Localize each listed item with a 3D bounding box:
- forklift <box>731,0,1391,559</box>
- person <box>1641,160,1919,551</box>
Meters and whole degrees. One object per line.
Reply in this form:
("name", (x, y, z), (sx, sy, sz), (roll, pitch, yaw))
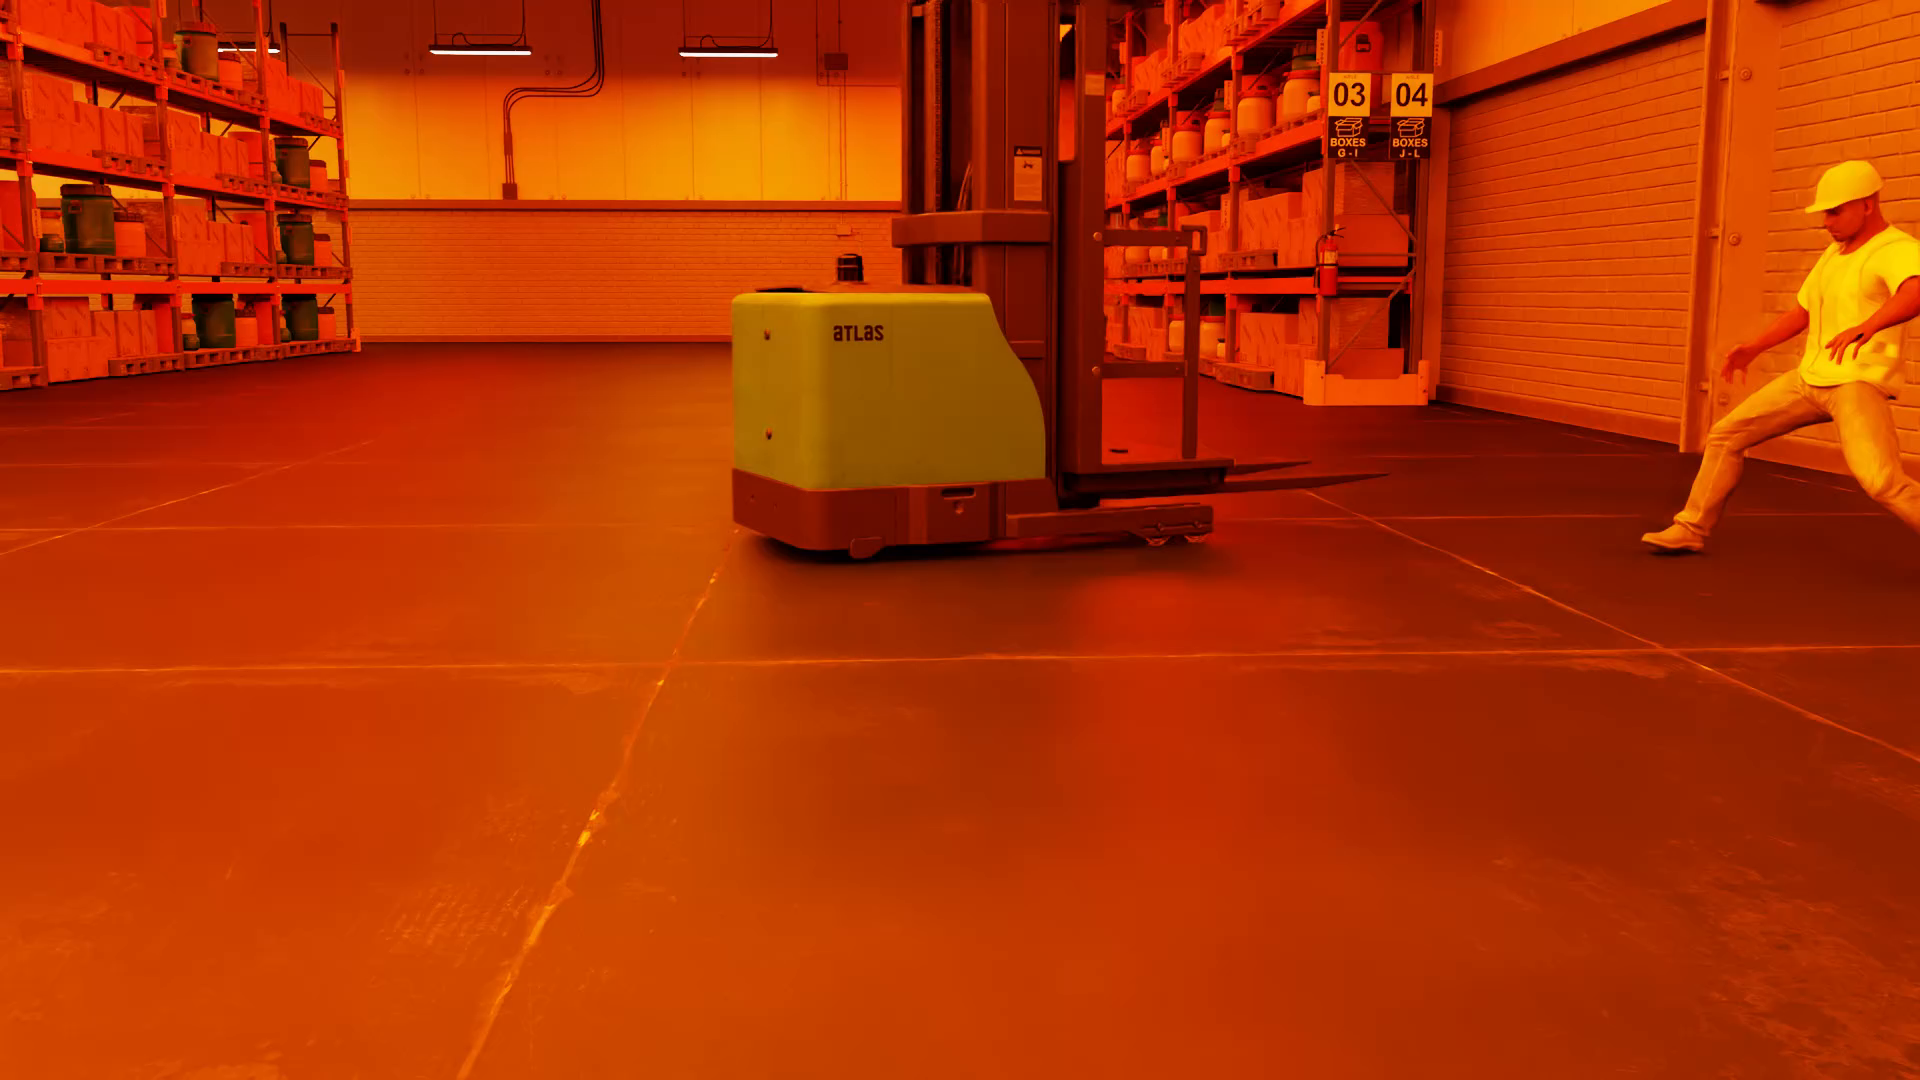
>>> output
("forklift", (0.547, -1.496, 7.409), (3.031, 2.935, 1.130), (-4, 9, -25))
("person", (3.333, -0.645, 6.398), (0.979, 1.599, 1.073), (0, 8, -2))
